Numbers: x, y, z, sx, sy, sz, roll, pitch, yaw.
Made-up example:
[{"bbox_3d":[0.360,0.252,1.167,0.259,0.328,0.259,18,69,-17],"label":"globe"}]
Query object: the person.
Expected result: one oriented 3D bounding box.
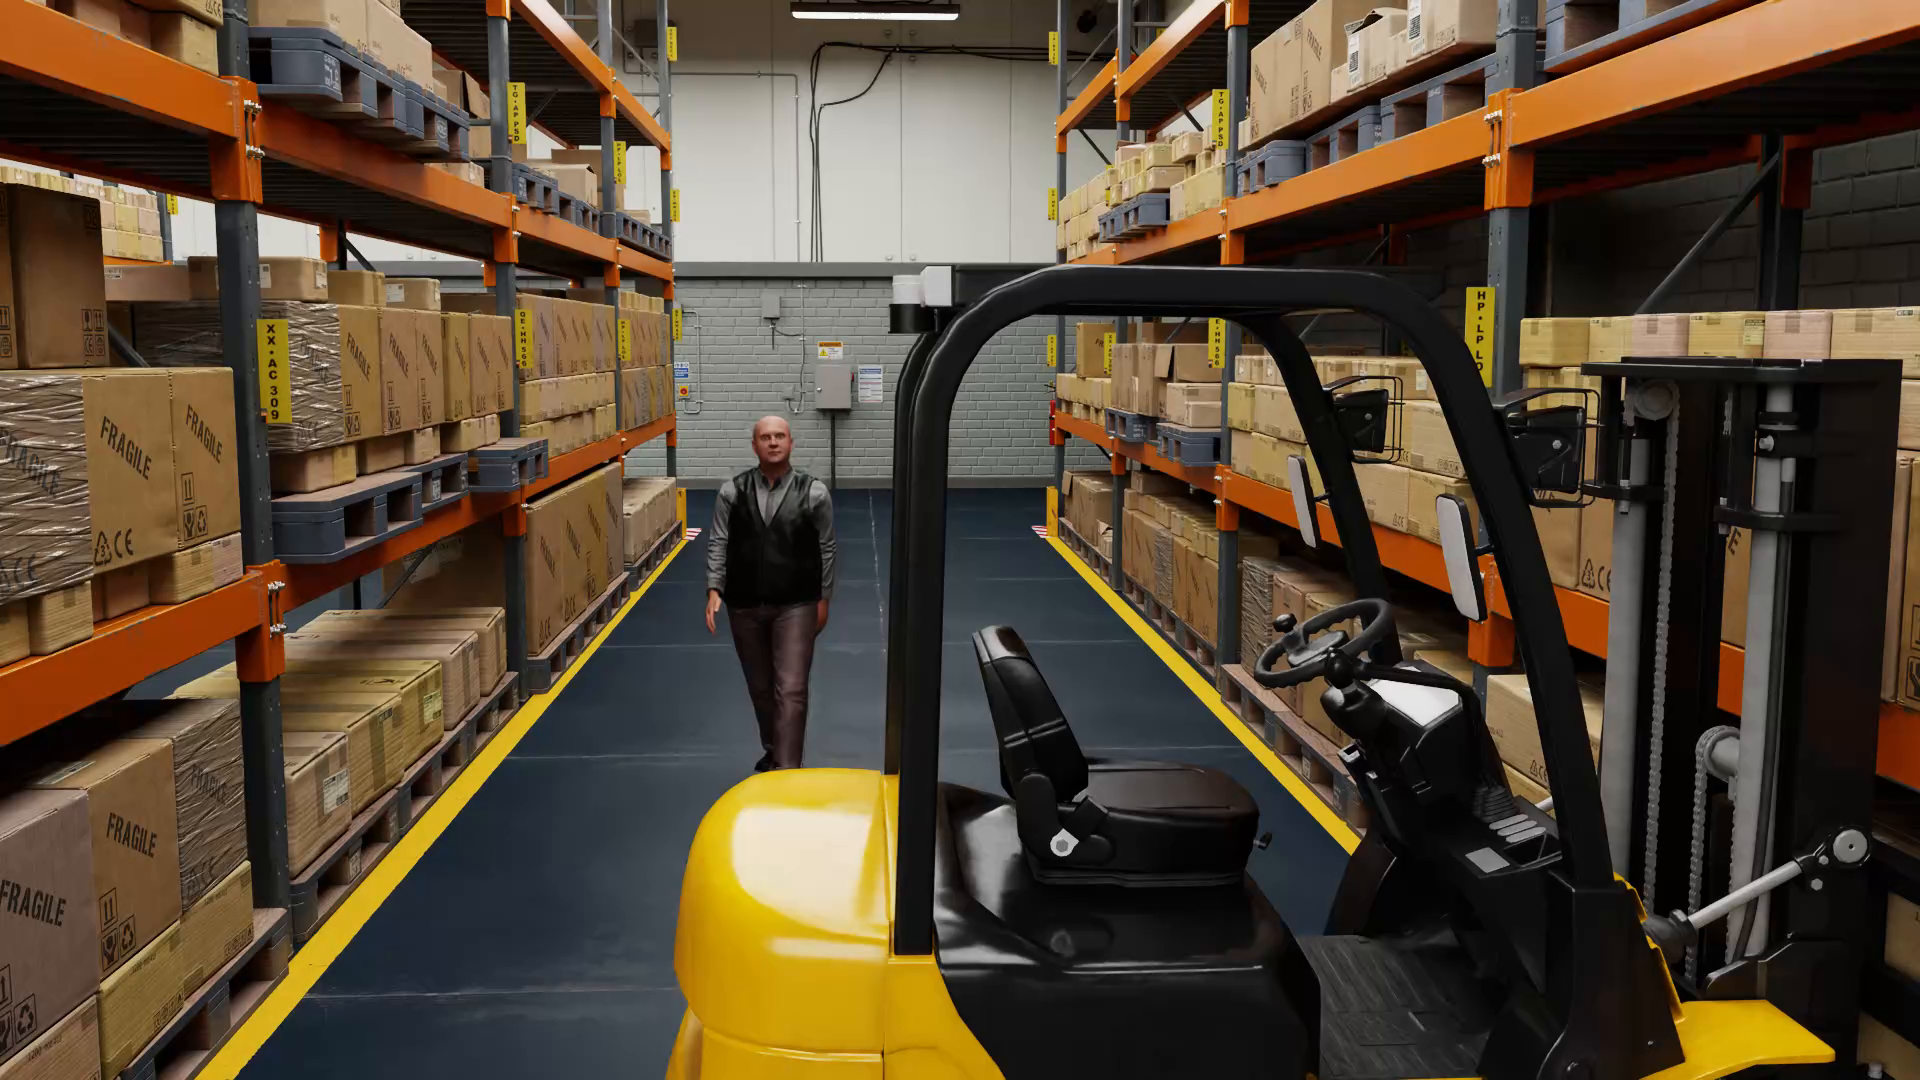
[{"bbox_3d":[-0.849,0.295,7.309,0.543,1.670,1.003,1,7,6],"label":"person"}]
